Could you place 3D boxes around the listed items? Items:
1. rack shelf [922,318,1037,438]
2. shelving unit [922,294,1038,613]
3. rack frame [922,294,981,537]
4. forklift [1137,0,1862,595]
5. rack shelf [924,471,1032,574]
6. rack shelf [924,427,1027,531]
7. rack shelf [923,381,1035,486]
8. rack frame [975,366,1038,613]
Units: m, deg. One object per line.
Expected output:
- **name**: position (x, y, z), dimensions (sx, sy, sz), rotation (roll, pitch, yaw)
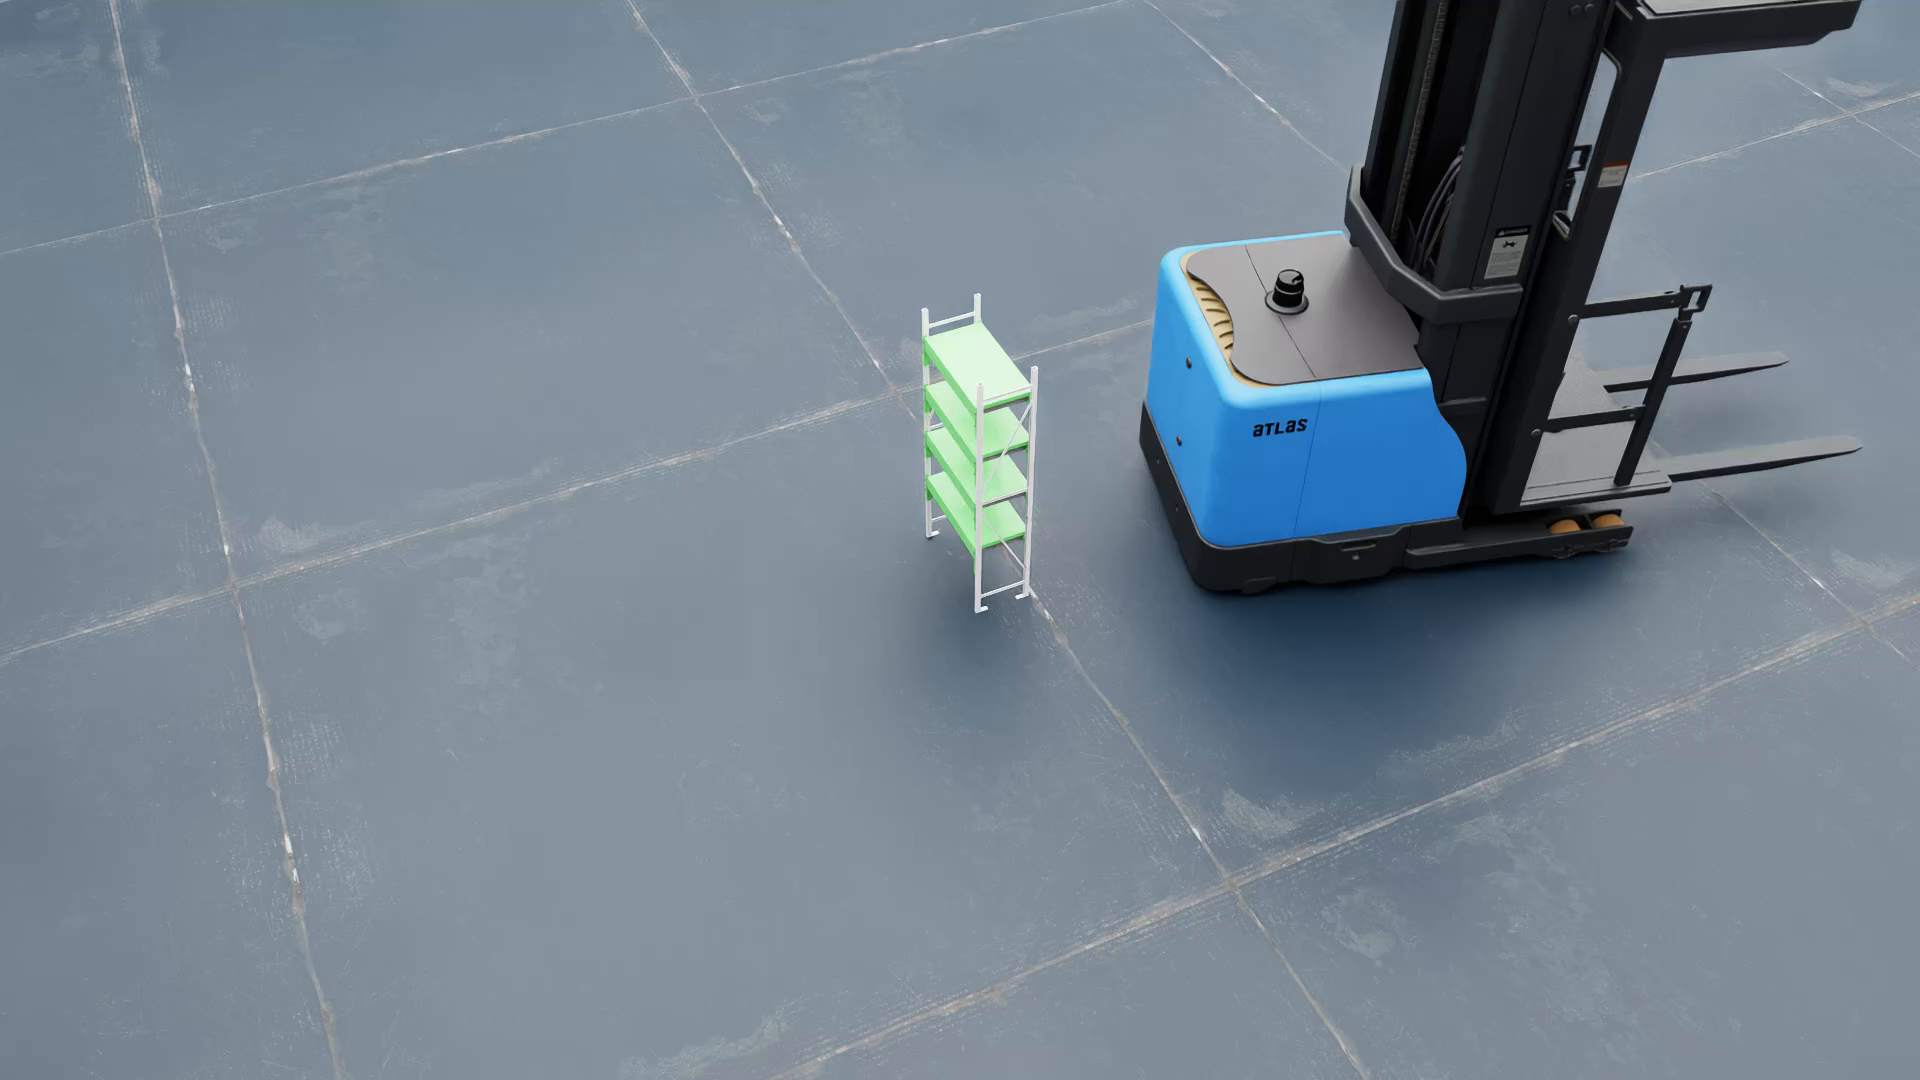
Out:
- **rack shelf**: position (0.070, -0.618, 6.298), dimensions (0.258, 0.148, 0.480), rotation (-18, 47, -17)
- **shelving unit**: position (0.070, -0.322, 6.591), dimensions (0.258, 1.200, 0.503), rotation (-18, 47, -17)
- **rack frame**: position (-0.033, -0.477, 6.748), dimensions (0.240, 1.200, 0.015), rotation (-18, 47, -17)
- **forklift**: position (2.363, -1.325, 6.375), dimensions (3.031, 2.935, 1.130), rotation (-7, 45, -7)
- **rack shelf**: position (0.070, -0.105, 6.804), dimensions (0.258, 0.148, 0.480), rotation (-18, 47, -17)
- **rack shelf**: position (0.070, -0.276, 6.635), dimensions (0.258, 0.148, 0.480), rotation (-18, 47, -17)
- **rack shelf**: position (0.070, -0.447, 6.467), dimensions (0.258, 0.148, 0.480), rotation (-18, 47, -17)
- **rack frame**: position (0.172, -0.166, 6.433), dimensions (0.240, 1.200, 0.015), rotation (-18, 47, -17)
